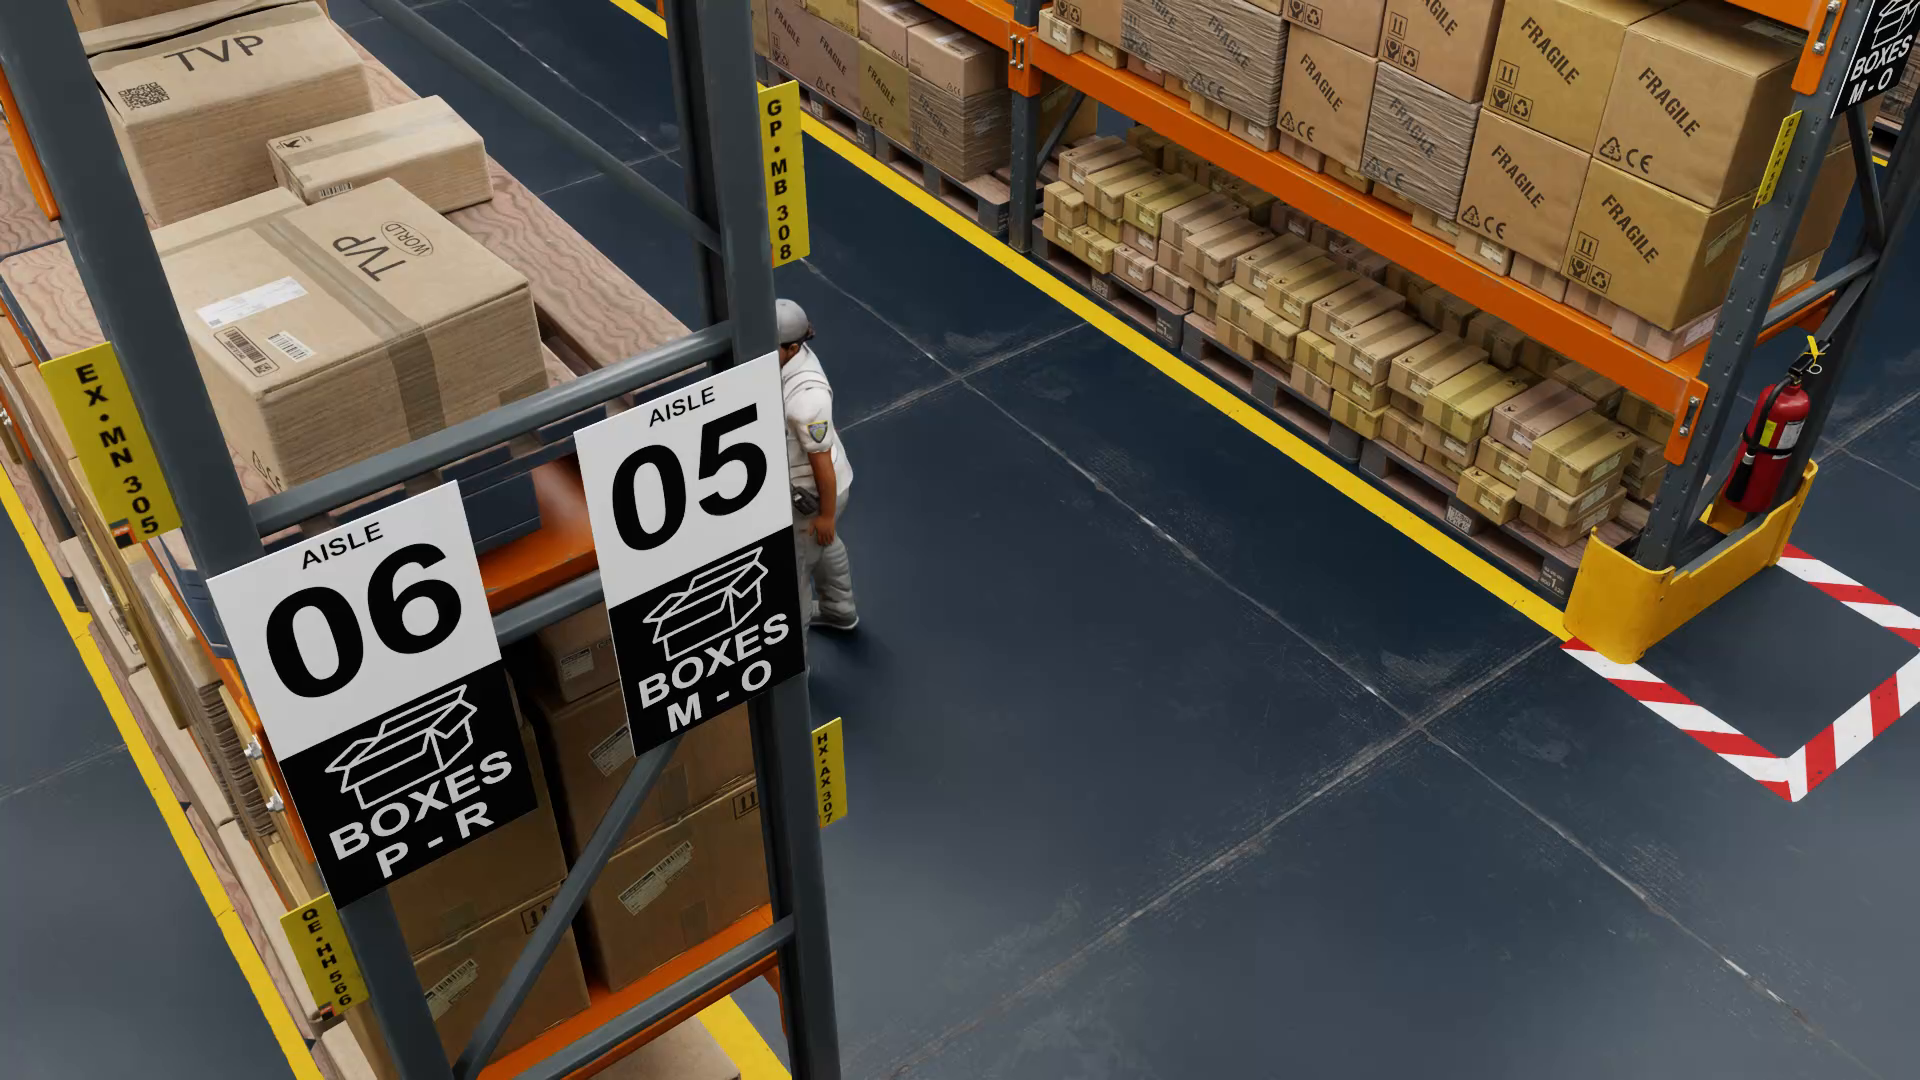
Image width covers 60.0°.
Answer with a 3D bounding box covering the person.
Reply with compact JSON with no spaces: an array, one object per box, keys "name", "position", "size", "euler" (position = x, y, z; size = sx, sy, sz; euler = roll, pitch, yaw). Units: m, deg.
[{"name":"person","position":[-0.700,-0.203,6.383],"size":[0.586,1.654,0.537],"euler":[-10,42,-11]}]
